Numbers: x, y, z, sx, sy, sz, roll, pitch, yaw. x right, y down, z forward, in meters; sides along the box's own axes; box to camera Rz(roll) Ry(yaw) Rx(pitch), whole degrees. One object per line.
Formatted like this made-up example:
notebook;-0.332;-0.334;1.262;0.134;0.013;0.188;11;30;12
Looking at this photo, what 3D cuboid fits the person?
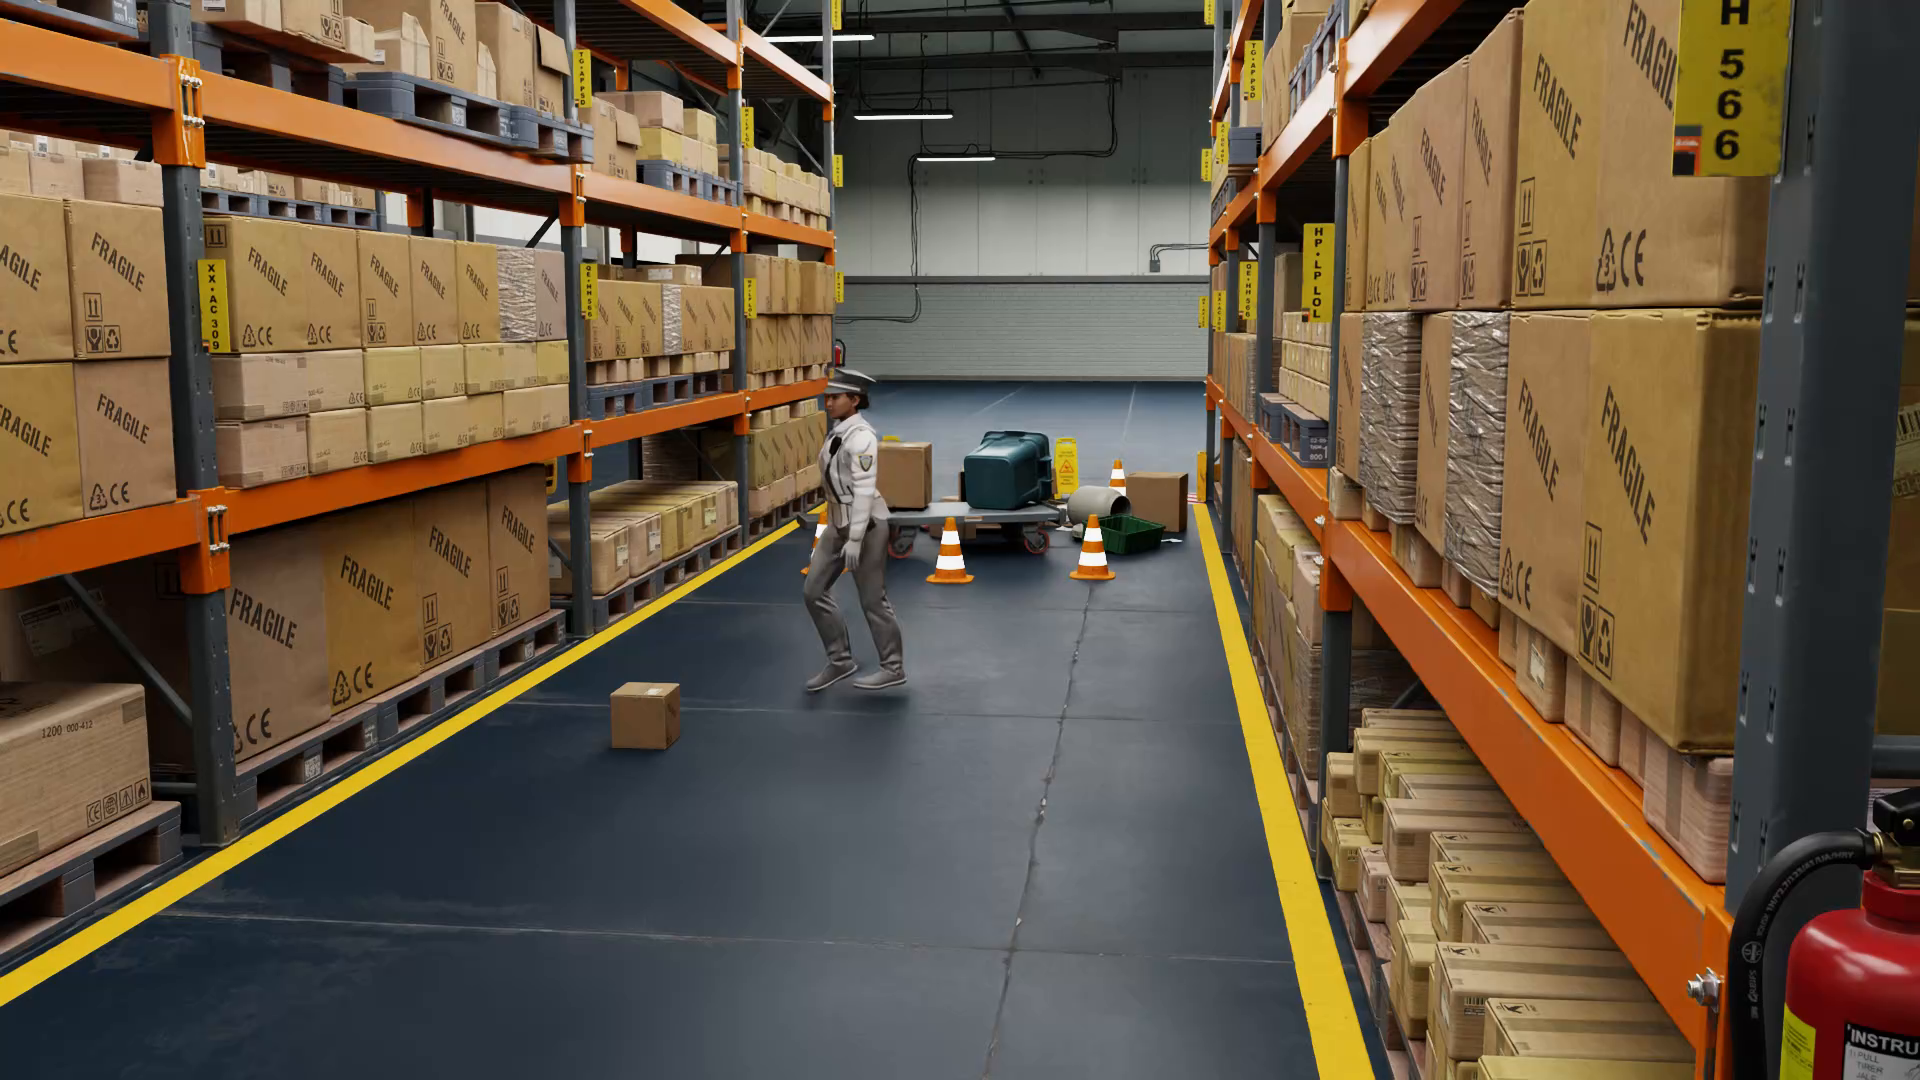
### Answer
person;-0.511;-0.035;8.445;0.515;1.690;0.509;-3;8;-24
